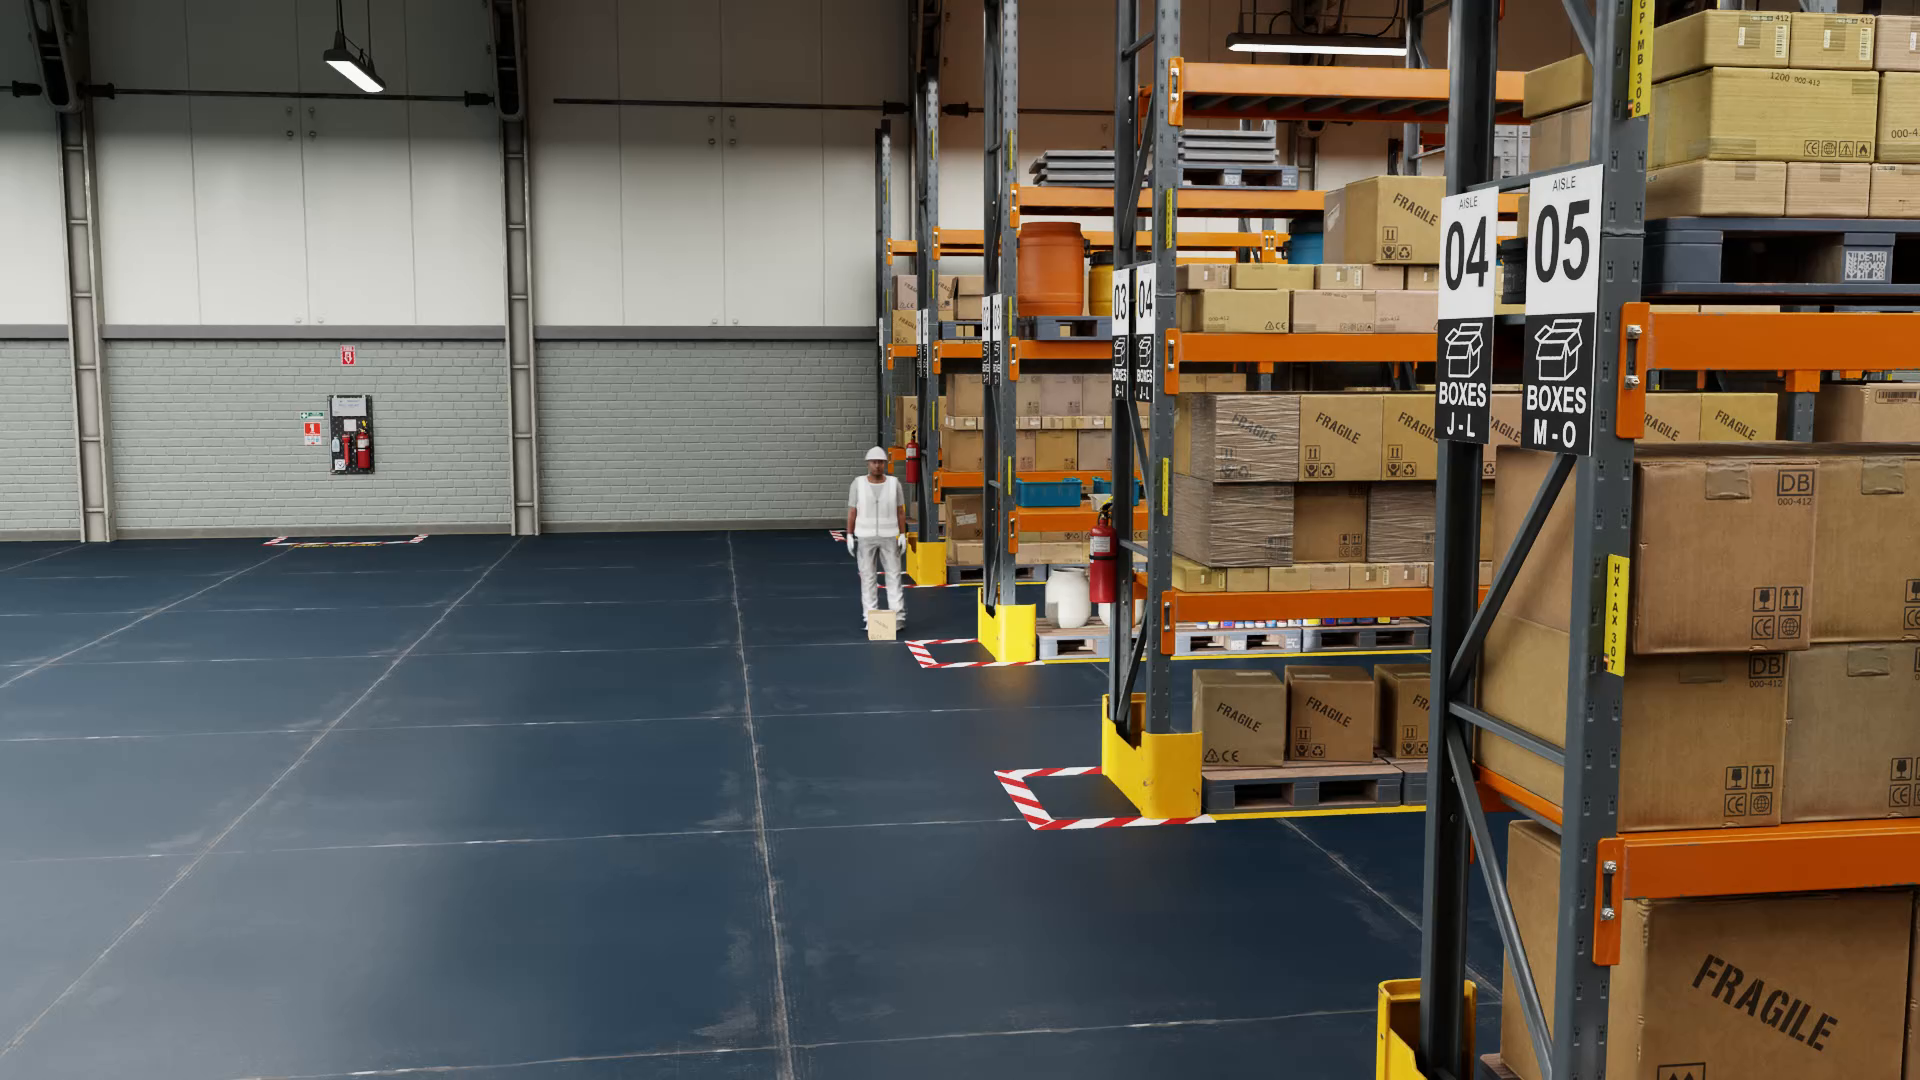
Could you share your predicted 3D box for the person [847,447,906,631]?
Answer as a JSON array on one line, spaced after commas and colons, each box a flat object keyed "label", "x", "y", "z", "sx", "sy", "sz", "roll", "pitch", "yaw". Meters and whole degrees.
[{"label": "person", "x": -0.813, "y": -0.013, "z": 16.192, "sx": 0.570, "sy": 1.786, "sz": 0.381, "roll": -1, "pitch": 6, "yaw": -7}]
